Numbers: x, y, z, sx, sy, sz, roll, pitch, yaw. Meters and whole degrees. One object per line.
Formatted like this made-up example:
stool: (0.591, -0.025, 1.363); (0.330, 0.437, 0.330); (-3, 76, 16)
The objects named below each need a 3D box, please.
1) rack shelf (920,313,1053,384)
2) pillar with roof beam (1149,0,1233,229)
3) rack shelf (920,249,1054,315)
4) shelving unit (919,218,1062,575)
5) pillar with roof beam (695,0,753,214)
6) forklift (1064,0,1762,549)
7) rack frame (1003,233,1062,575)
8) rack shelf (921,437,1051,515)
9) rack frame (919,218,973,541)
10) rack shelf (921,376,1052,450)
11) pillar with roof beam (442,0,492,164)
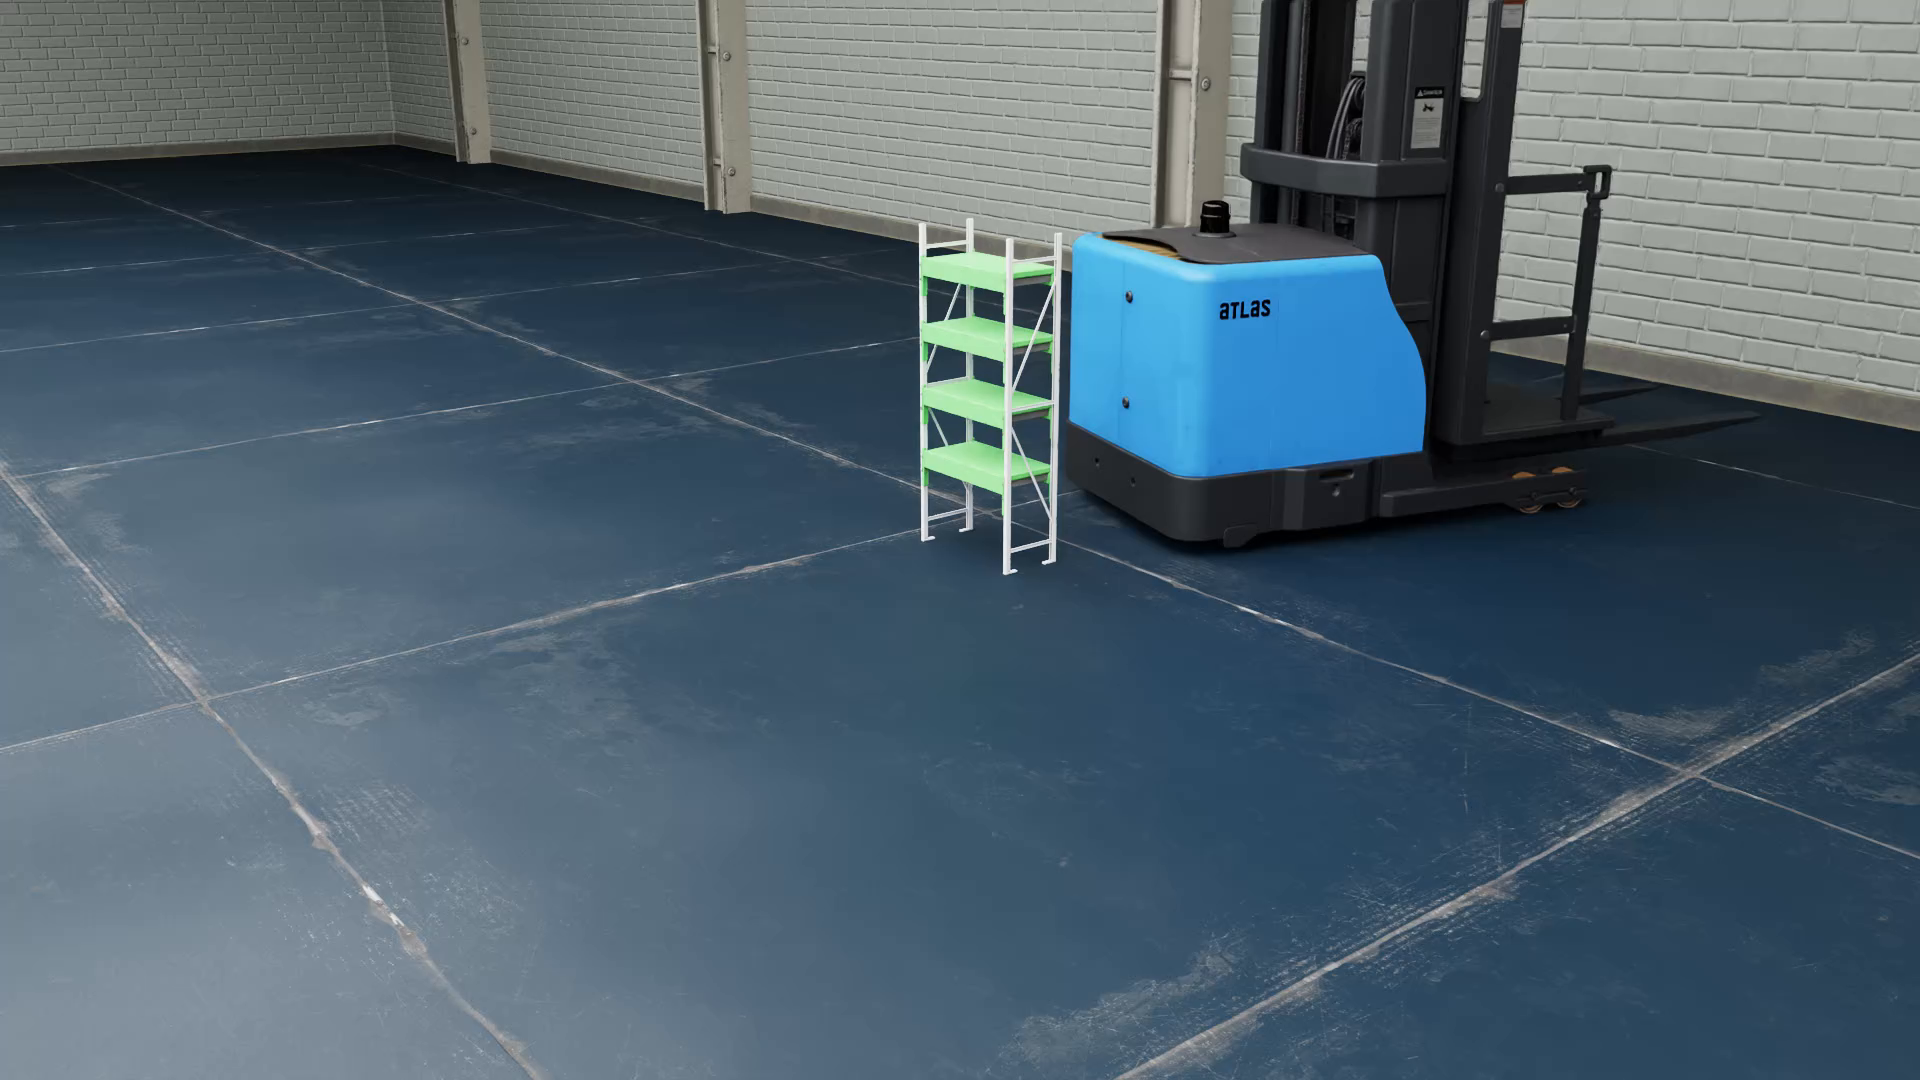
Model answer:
rack shelf: (0.103, -0.696, 5.995); (0.258, 0.148, 0.480); (-14, 23, -36)
pillar with roof beam: (-1.851, -5.097, 7.441); (9.100, 9.000, 0.400); (-14, 23, -36)
rack shelf: (0.103, -0.924, 5.920); (0.258, 0.148, 0.480); (-14, 23, -36)
shelving unit: (0.103, -0.529, 6.051); (0.258, 1.200, 0.503); (-14, 23, -36)
pillar with roof beam: (-5.577, -6.576, 11.906); (9.100, 9.000, 0.400); (-14, 23, -36)
forklift: (2.004, -1.641, 6.656); (3.031, 2.935, 1.130); (-7, 20, -21)
rack frame: (0.254, -0.469, 5.869); (0.240, 1.200, 0.015); (-14, 23, -36)
rack shelf: (0.103, -0.240, 6.146); (0.258, 0.148, 0.480); (-14, 23, -36)
rack frame: (-0.049, -0.589, 6.232); (0.240, 1.200, 0.015); (-14, 23, -36)
rack shelf: (0.103, -0.468, 6.071); (0.258, 0.148, 0.480); (-14, 23, -36)
pillar with roof beam: (-9.302, -8.054, 16.371); (9.100, 9.000, 0.400); (-14, 23, -36)
